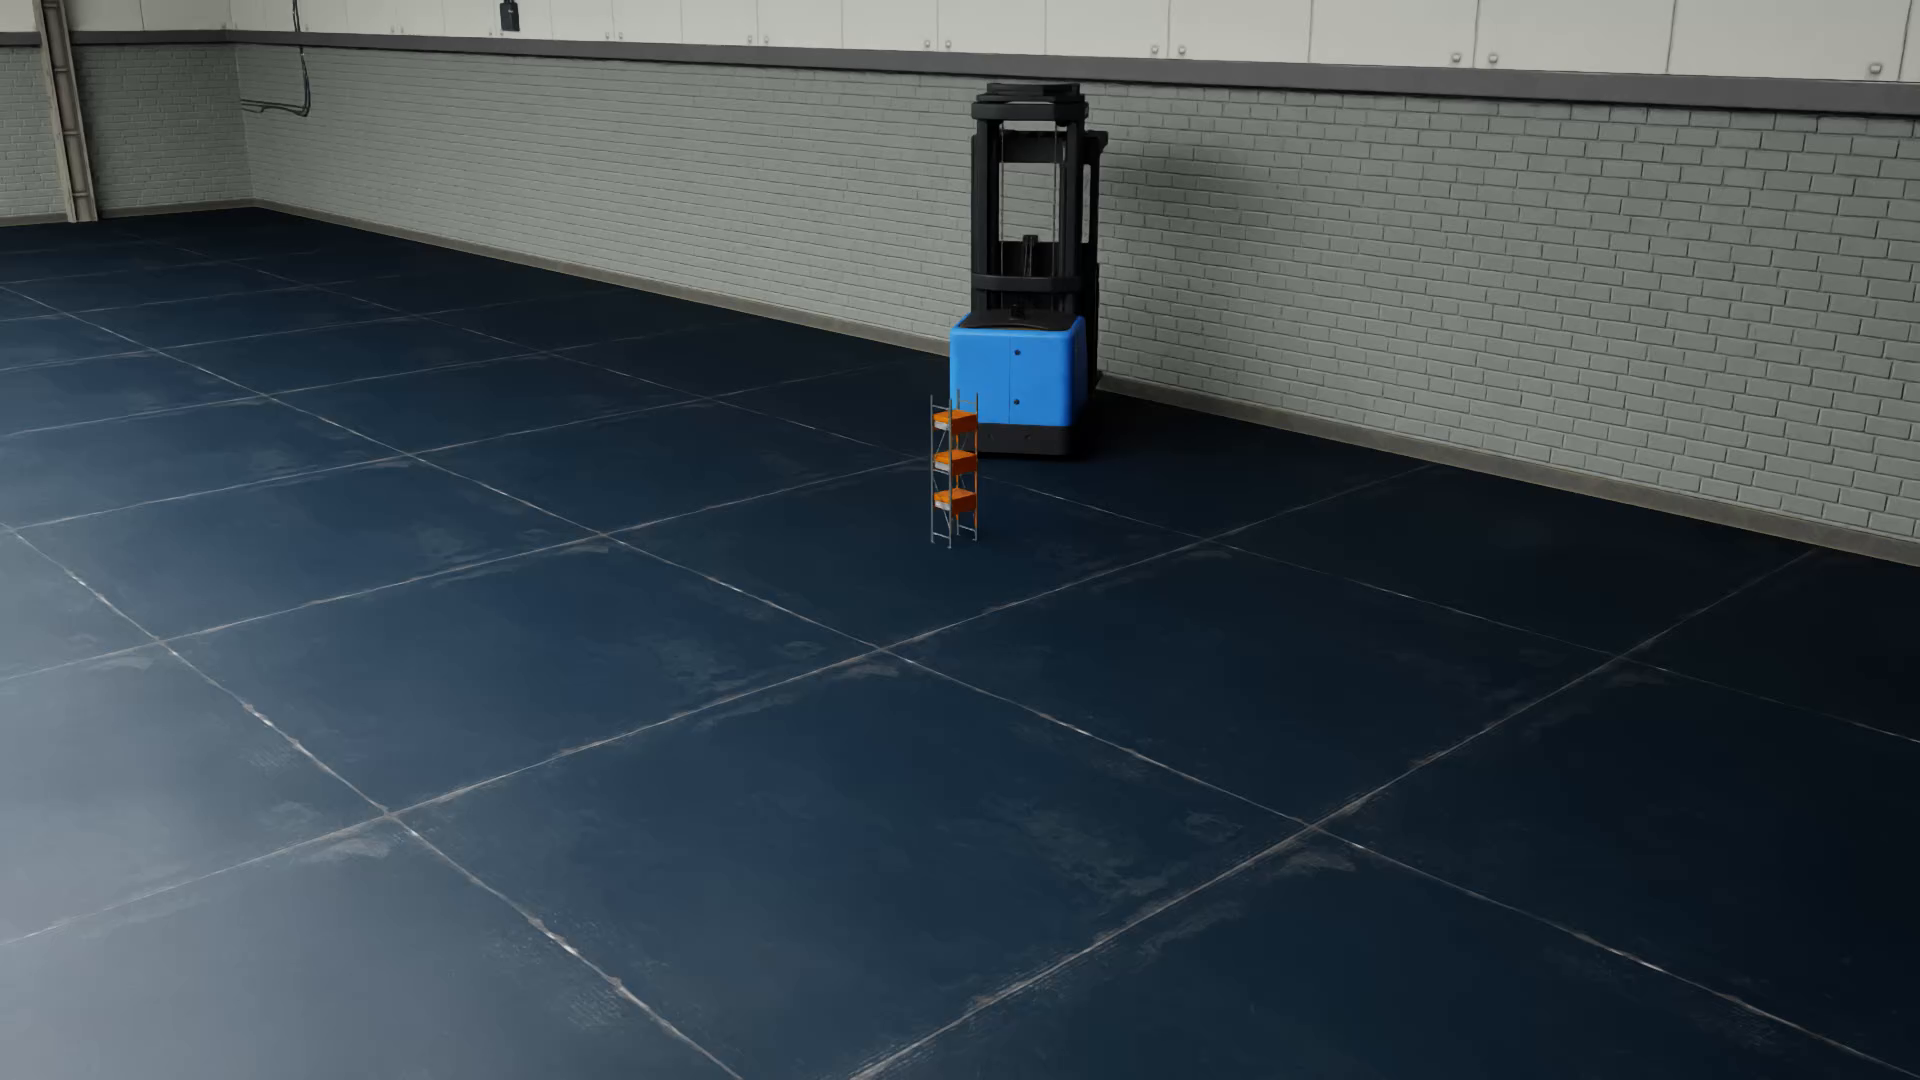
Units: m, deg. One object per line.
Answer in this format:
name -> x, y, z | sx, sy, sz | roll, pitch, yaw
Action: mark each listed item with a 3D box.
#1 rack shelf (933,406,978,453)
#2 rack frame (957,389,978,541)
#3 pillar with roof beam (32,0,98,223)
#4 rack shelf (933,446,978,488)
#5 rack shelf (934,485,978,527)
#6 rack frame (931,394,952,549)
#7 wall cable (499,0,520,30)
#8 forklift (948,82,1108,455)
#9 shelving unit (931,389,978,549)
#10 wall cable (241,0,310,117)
rack shelf -> -0.039, -0.748, 11.325 | 0.240, 0.259, 0.215 | -16, 24, -41
rack frame -> 0.050, -0.514, 11.489 | 0.008, 1.050, 0.200 | -16, 24, -41
pillar with roof beam -> -12.029, -8.767, 24.056 | 0.400, 9.000, 9.100 | -16, 24, -41
rack shelf -> -0.039, -0.478, 11.412 | 0.240, 0.259, 0.215 | -16, 24, -41
rack shelf -> -0.039, -0.214, 11.498 | 0.240, 0.259, 0.215 | -16, 24, -41
rack frame -> -0.128, -0.462, 11.329 | 0.008, 1.050, 0.200 | -16, 24, -41
wall cable -> -5.426, -9.547, 20.946 | 0.169, 6.003, 2.305 | -16, 24, -41
forklift -> 0.683, -2.494, 14.546 | 1.130, 2.935, 3.031 | 3, 18, 10
shelving unit -> -0.039, -0.488, 11.409 | 0.252, 1.050, 0.215 | -16, 24, -41
wall cable -> -11.937, -8.583, 28.522 | 0.112, 2.526, 3.097 | -16, 24, -41
